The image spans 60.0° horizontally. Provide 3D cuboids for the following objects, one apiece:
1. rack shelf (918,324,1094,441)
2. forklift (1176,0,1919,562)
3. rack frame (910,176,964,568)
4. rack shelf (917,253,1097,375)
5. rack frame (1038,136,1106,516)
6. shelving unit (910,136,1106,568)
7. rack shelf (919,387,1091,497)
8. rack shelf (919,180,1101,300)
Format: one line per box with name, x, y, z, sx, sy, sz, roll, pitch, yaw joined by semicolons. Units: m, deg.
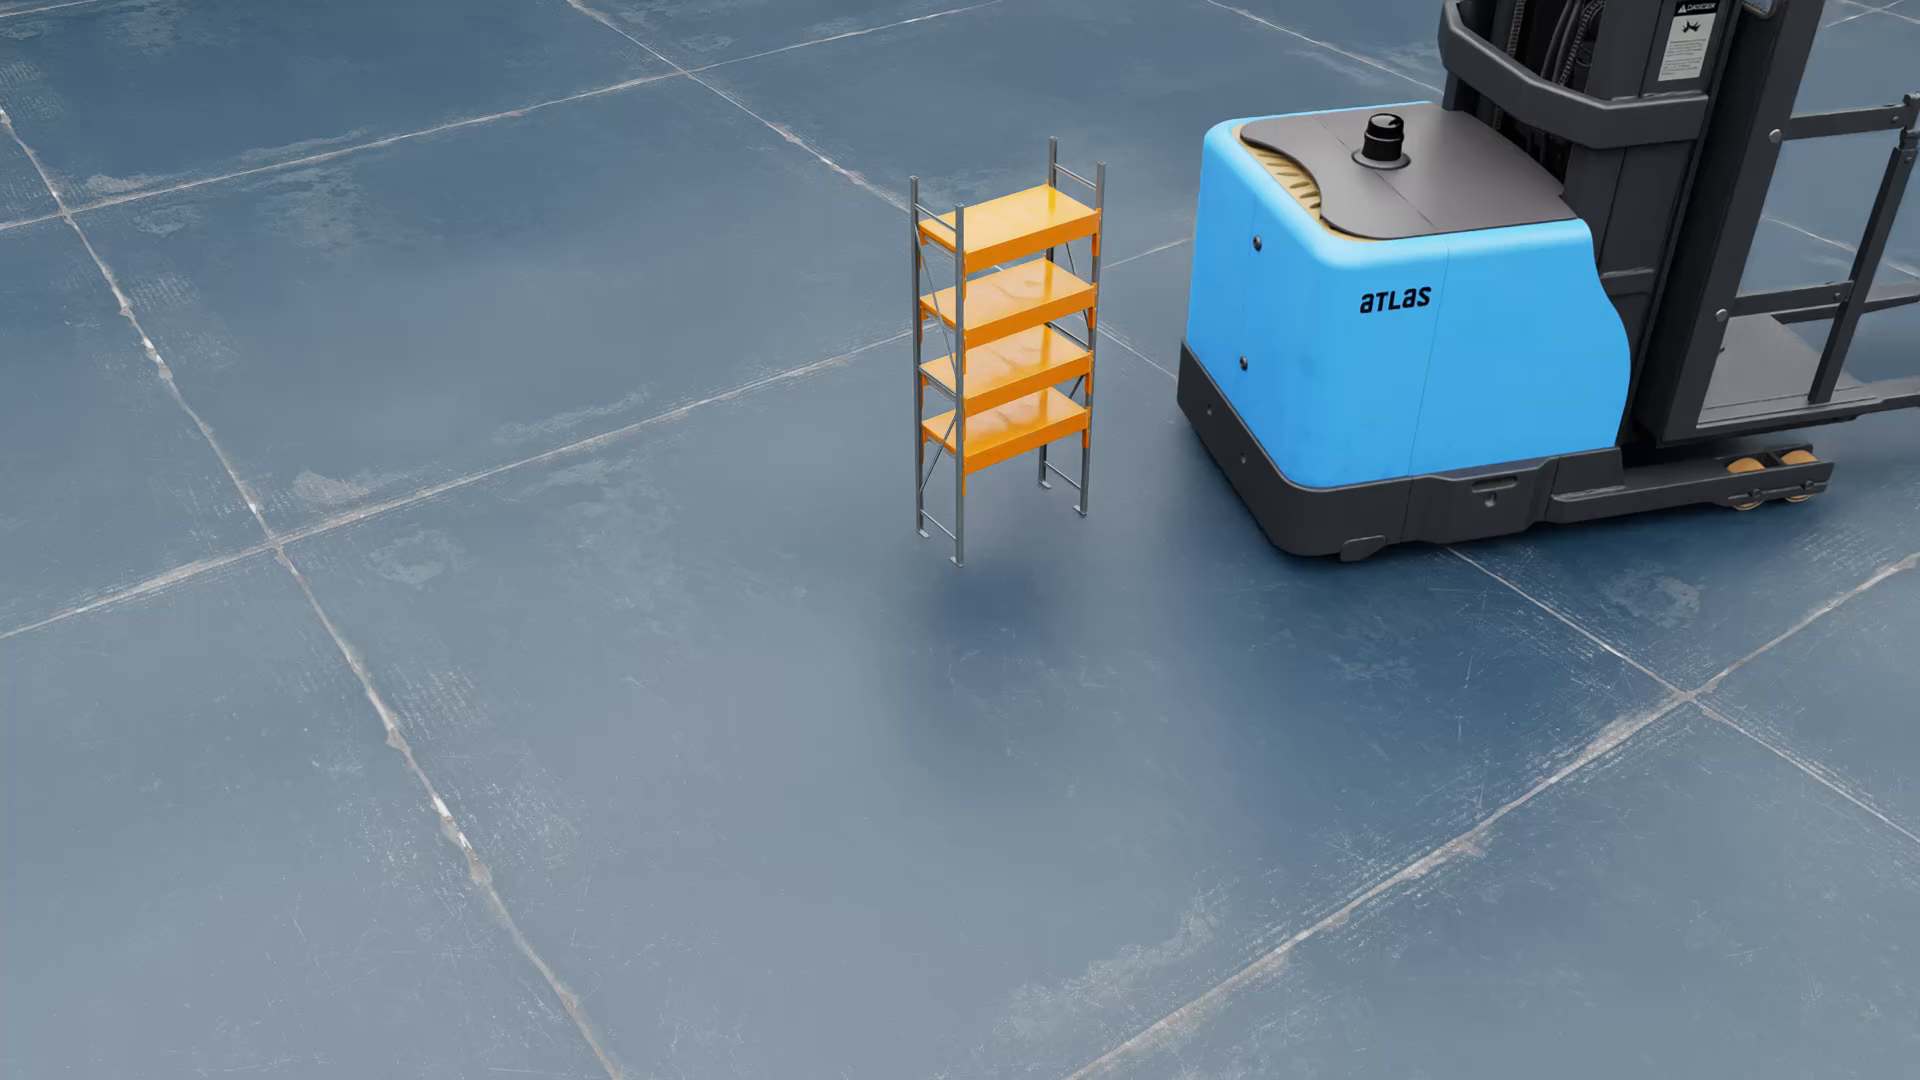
rack shelf;0.135;-0.488;5.016;0.480;0.148;0.258;-22;41;-28
forklift;2.330;-1.578;4.934;3.031;2.935;1.130;-8;37;-11
rack frame;-0.064;-0.461;4.863;0.015;1.200;0.240;-22;41;-28
rack shelf;0.135;-0.670;4.886;0.480;0.148;0.258;-22;41;-28
rack frame;0.335;-0.625;5.091;0.015;1.200;0.240;-22;41;-28
shelving unit;0.135;-0.543;4.977;0.503;1.200;0.258;-22;41;-28
rack shelf;0.135;-0.327;5.132;0.480;0.148;0.258;-22;41;-28
rack shelf;0.135;-0.862;4.748;0.480;0.148;0.258;-22;41;-28
